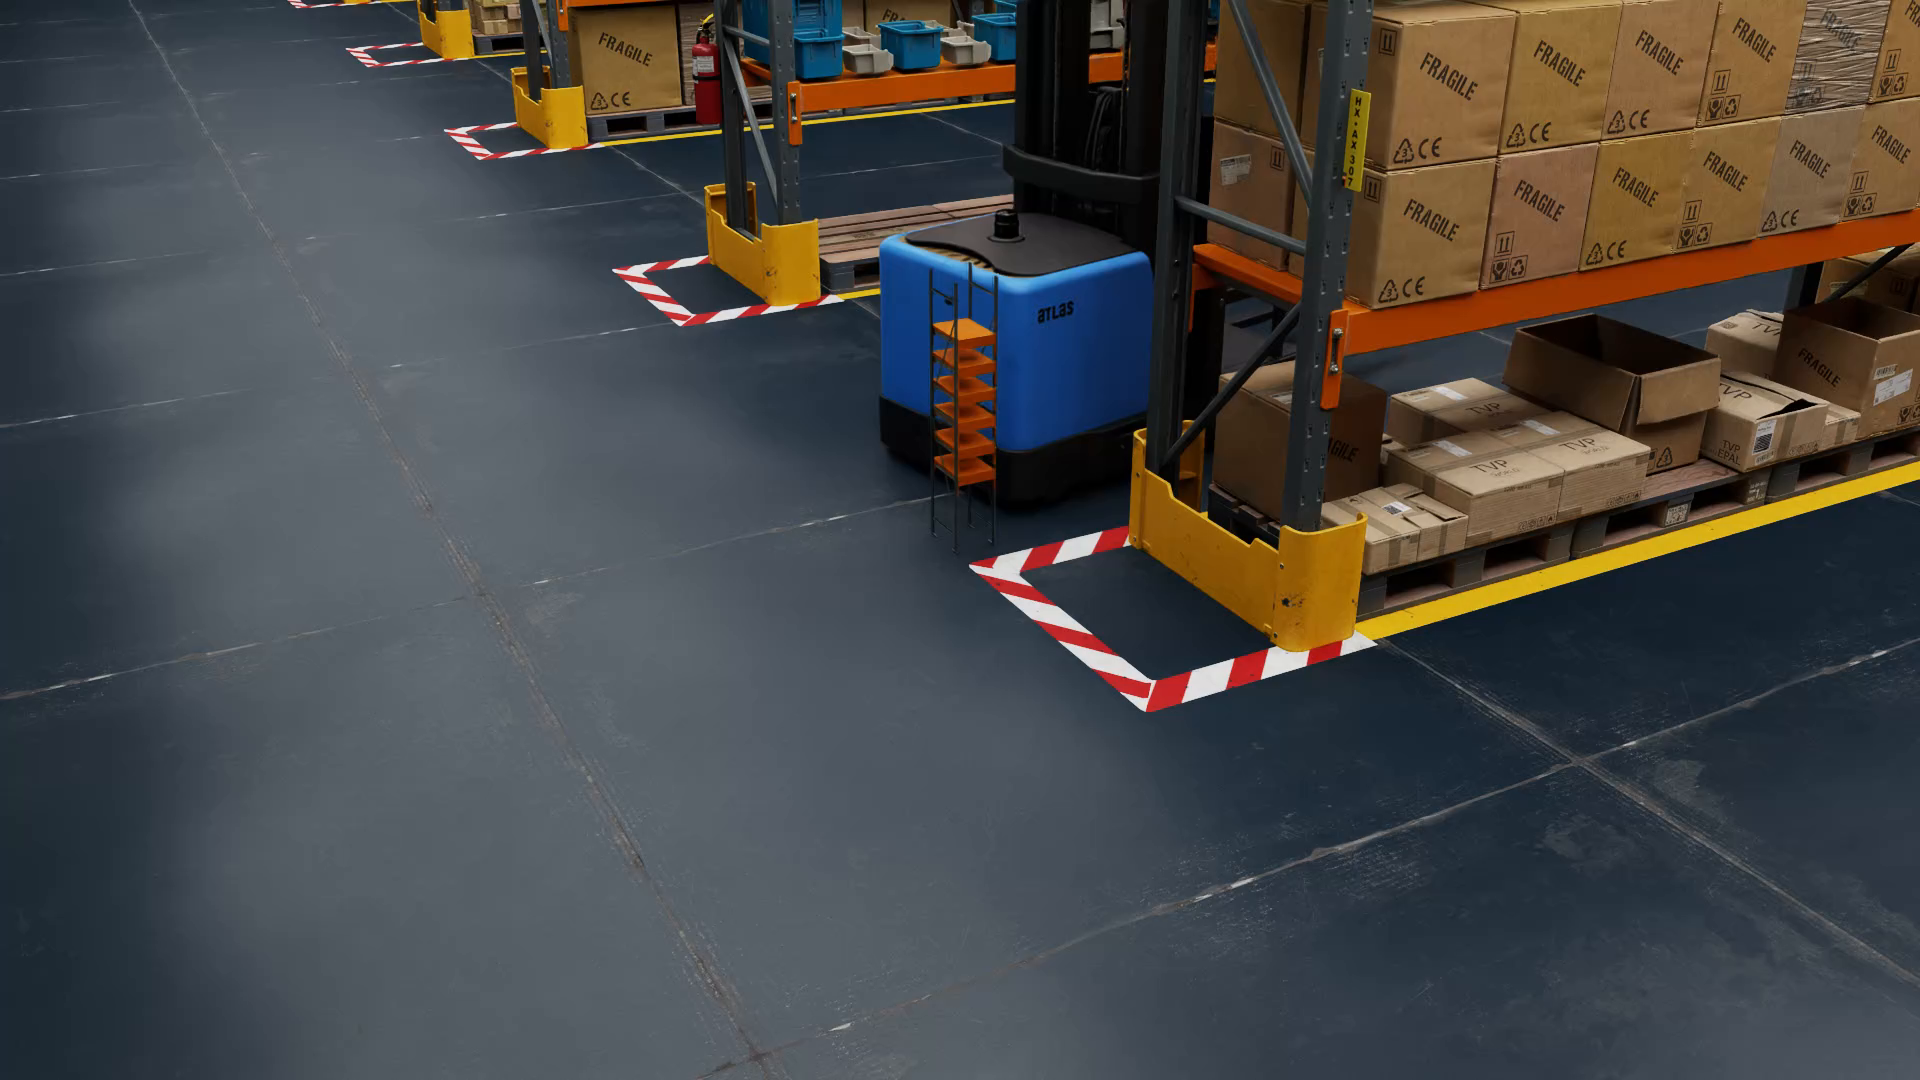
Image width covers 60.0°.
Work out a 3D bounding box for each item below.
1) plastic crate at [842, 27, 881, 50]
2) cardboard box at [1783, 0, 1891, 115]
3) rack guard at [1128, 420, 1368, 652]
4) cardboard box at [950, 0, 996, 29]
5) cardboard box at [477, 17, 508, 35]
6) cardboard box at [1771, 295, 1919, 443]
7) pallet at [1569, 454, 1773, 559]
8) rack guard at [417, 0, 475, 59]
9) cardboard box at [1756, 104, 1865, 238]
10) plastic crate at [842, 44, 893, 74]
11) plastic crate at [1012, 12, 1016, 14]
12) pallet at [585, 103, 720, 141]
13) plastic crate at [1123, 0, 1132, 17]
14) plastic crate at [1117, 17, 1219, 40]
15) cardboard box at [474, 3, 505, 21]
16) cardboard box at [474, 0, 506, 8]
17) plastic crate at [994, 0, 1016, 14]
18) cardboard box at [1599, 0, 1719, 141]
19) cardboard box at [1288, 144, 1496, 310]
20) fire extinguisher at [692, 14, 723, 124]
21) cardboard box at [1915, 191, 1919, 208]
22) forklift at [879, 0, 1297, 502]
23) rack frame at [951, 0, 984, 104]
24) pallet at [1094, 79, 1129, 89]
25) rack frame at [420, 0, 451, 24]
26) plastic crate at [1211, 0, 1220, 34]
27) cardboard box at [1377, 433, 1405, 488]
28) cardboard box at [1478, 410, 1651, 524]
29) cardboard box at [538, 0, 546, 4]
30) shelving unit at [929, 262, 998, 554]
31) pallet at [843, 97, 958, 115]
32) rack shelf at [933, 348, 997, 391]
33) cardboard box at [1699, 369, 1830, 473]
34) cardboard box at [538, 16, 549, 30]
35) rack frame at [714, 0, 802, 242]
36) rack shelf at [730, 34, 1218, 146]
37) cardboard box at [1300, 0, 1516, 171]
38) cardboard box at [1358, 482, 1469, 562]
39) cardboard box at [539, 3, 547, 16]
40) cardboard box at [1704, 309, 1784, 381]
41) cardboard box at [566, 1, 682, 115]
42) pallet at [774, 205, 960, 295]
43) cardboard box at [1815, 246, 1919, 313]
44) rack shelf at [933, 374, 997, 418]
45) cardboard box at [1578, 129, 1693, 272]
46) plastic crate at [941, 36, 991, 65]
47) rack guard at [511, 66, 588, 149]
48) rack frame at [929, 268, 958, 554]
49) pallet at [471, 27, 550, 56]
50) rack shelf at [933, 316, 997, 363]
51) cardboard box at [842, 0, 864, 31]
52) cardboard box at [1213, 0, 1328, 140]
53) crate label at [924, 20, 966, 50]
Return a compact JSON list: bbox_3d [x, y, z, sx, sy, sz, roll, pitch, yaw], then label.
[{"bbox_3d":[-0.624,-3.191,10.666,0.243,0.136,0.396,-13,29,-25],"label":"plastic crate"},{"bbox_3d":[3.379,-2.056,6.795,0.500,0.500,0.500,-13,28,-25],"label":"cardboard box"},{"bbox_3d":[1.136,-0.044,6.764,0.348,0.500,1.175,-13,29,-25],"label":"rack guard"},{"bbox_3d":[0.496,-5.123,16.425,0.875,0.875,1.225,-13,29,-25],"label":"cardboard box"},{"bbox_3d":[-5.221,-5.743,18.554,0.250,0.149,0.380,-12,28,-24],"label":"cardboard box"},{"bbox_3d":[4.229,-0.817,7.866,0.500,0.500,0.500,-13,29,-25],"label":"cardboard box"},{"bbox_3d":[2.914,-0.323,7.679,1.213,0.211,1.003,-13,29,-25],"label":"pallet"},{"bbox_3d":[-5.767,-5.743,18.633,0.348,0.500,1.175,-13,29,-25],"label":"rack guard"},{"bbox_3d":[3.372,-1.604,7.010,0.500,0.500,0.500,-12,28,-24],"label":"cardboard box"},{"bbox_3d":[-0.564,-2.914,10.089,0.298,0.136,0.250,-13,29,-25],"label":"plastic crate"},{"bbox_3d":[0.541,-3.253,10.684,0.300,0.233,0.416,-13,29,-25],"label":"plastic crate"},{"bbox_3d":[-2.920,-3.875,15.077,1.213,0.211,1.003,-13,29,-25],"label":"pallet"},{"bbox_3d":[1.365,-3.832,11.623,0.583,0.464,0.402,-13,29,-25],"label":"plastic crate"},{"bbox_3d":[1.410,-3.435,11.187,0.590,0.125,0.437,-13,29,-25],"label":"plastic crate"},{"bbox_3d":[-5.251,-5.901,18.540,0.250,0.149,0.380,-12,28,-23],"label":"cardboard box"},{"bbox_3d":[-5.212,-6.003,18.409,0.250,0.149,0.380,-14,29,-27],"label":"cardboard box"},{"bbox_3d":[0.433,-3.515,11.230,0.300,0.233,0.416,-13,29,-25],"label":"plastic crate"},{"bbox_3d":[2.486,-1.850,6.367,0.500,0.500,0.500,-13,28,-24],"label":"cardboard box"},{"bbox_3d":[1.585,-1.190,6.147,0.500,0.500,0.500,-12,28,-24],"label":"cardboard box"},{"bbox_3d":[-1.605,-2.987,10.527,0.183,0.674,0.296,-13,29,-25],"label":"fire extinguisher"},{"bbox_3d":[4.278,-1.815,7.449,0.500,0.500,0.500,-12,28,-24],"label":"cardboard box"},{"bbox_3d":[1.061,-2.005,8.040,3.031,2.935,1.130,-20,32,-36],"label":"forklift"},{"bbox_3d":[-0.060,-5.754,15.769,0.127,3.000,1.000,-13,29,-25],"label":"rack frame"},{"bbox_3d":[1.664,-4.933,17.280,1.213,0.211,1.003,-13,29,-25],"label":"pallet"},{"bbox_3d":[-5.834,-6.854,18.060,0.127,3.000,1.000,-13,29,-25],"label":"rack frame"},{"bbox_3d":[2.020,-3.657,11.350,0.575,0.384,0.392,-13,29,-25],"label":"plastic crate"},{"bbox_3d":[1.833,-0.329,7.235,0.250,0.166,0.380,-13,29,-25],"label":"cardboard box"},{"bbox_3d":[2.565,-0.320,7.119,0.500,0.250,0.500,-13,29,-25],"label":"cardboard box"},{"bbox_3d":[-4.742,-6.108,18.627,0.250,0.149,0.380,-13,29,-25],"label":"cardboard box"},{"bbox_3d":[0.013,-0.544,6.996,0.189,1.200,0.258,-13,29,-25],"label":"shelving unit"},{"bbox_3d":[-0.767,-4.372,16.112,1.213,0.211,1.003,-13,29,-25],"label":"pallet"},{"bbox_3d":[0.013,-0.720,6.912,0.180,0.103,0.258,-13,29,-25],"label":"rack shelf"},{"bbox_3d":[3.568,-0.579,7.588,0.500,0.311,0.500,-13,29,-25],"label":"cardboard box"},{"bbox_3d":[-4.813,-5.880,18.841,0.250,0.149,0.380,-13,28,-25],"label":"cardboard box"},{"bbox_3d":[-1.258,-3.048,10.132,0.127,3.000,1.000,-13,29,-25],"label":"rack frame"},{"bbox_3d":[0.506,-3.131,11.136,4.000,0.370,1.077,-13,29,-25],"label":"rack shelf"},{"bbox_3d":[1.585,-1.641,5.931,0.500,0.500,0.500,-12,28,-24],"label":"cardboard box"},{"bbox_3d":[1.821,-0.081,6.719,0.250,0.166,0.380,-13,29,-25],"label":"cardboard box"},{"bbox_3d":[-4.808,-6.019,18.785,0.250,0.149,0.380,-13,28,-24],"label":"cardboard box"},{"bbox_3d":[4.127,-0.953,8.368,0.500,0.311,0.500,-13,29,-25],"label":"cardboard box"},{"bbox_3d":[-3.062,-4.332,14.776,0.875,0.875,0.875,-13,29,-25],"label":"cardboard box"},{"bbox_3d":[-0.512,-1.944,11.054,1.213,0.211,1.003,-13,29,-25],"label":"pallet"},{"bbox_3d":[4.899,-1.251,8.770,0.500,0.500,0.500,-13,29,-25],"label":"cardboard box"},{"bbox_3d":[0.013,-0.612,6.964,0.180,0.103,0.258,-13,29,-25],"label":"rack shelf"},{"bbox_3d":[2.482,-1.398,6.581,0.500,0.500,0.500,-13,29,-25],"label":"cardboard box"},{"bbox_3d":[0.035,-3.052,10.377,0.298,0.136,0.250,-13,29,-25],"label":"plastic crate"},{"bbox_3d":[-3.610,-3.807,14.603,0.348,0.500,1.175,-13,29,-25],"label":"rack guard"},{"bbox_3d":[-0.068,-0.525,6.958,0.006,1.200,0.240,-13,29,-25],"label":"rack frame"},{"bbox_3d":[-5.033,-5.764,19.012,1.213,0.211,1.003,-13,29,-25],"label":"pallet"},{"bbox_3d":[0.013,-0.828,6.860,0.180,0.103,0.258,-13,29,-25],"label":"rack shelf"},{"bbox_3d":[-1.474,-4.698,15.539,0.875,0.875,0.875,-13,29,-25],"label":"cardboard box"},{"bbox_3d":[1.333,-1.847,6.360,0.500,0.500,0.500,-13,29,-26],"label":"cardboard box"},{"bbox_3d":[-0.127,-3.311,10.915,0.243,0.136,0.396,-13,29,-25],"label":"crate label"}]
